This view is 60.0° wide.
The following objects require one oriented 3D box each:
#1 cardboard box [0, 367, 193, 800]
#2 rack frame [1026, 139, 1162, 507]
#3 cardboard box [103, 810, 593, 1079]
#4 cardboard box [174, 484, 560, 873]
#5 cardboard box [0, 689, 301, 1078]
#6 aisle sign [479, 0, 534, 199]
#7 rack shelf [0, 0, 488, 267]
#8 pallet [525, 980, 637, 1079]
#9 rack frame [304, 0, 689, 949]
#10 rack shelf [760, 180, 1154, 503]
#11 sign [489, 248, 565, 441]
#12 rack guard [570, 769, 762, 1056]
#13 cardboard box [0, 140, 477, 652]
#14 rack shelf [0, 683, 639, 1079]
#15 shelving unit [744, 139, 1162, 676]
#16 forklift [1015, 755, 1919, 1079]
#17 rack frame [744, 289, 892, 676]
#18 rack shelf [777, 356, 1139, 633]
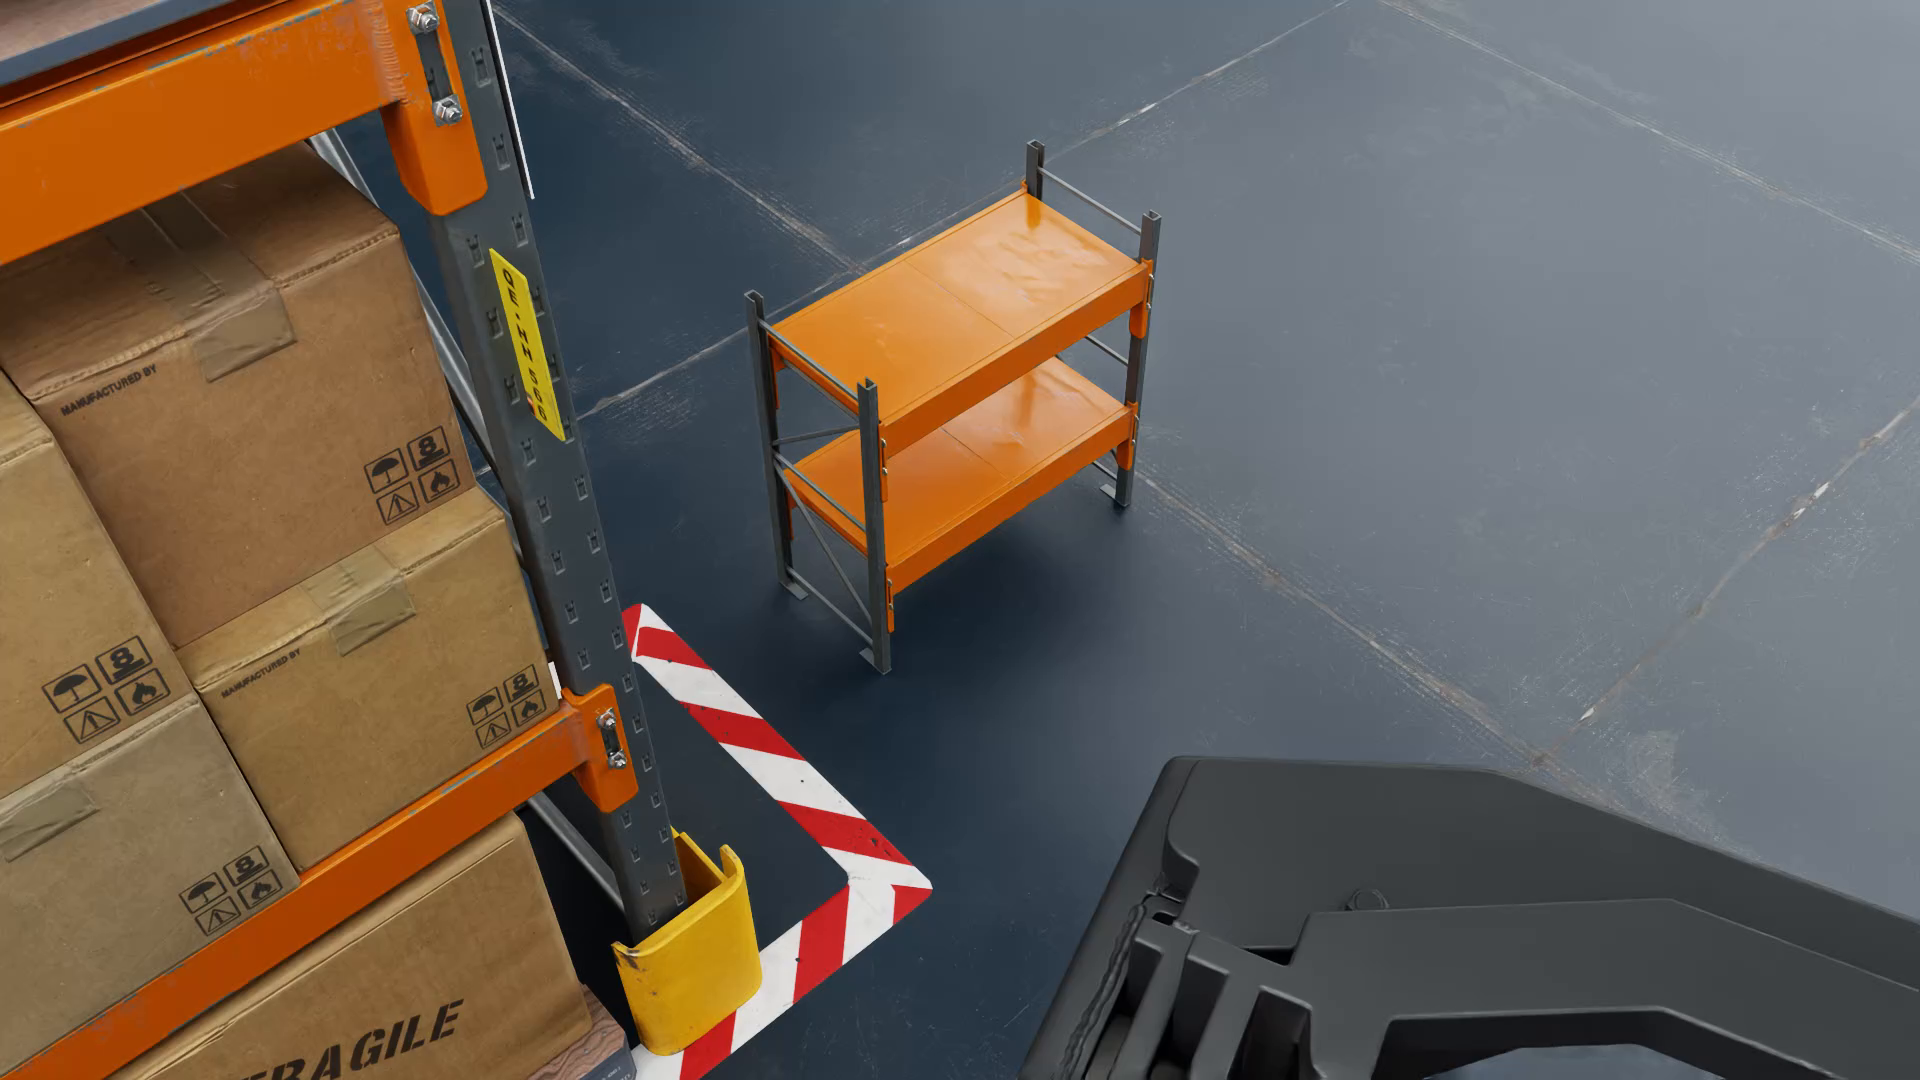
[{"bbox_3d":[-1.658,-0.054,2.422,0.550,0.550,0.875,-34,56,-27],"label":"cardboard box"},{"bbox_3d":[0.371,-0.629,5.065,0.032,1.125,0.500,-34,56,-27],"label":"rack frame"},{"bbox_3d":[-1.470,0.828,3.605,0.875,0.875,0.875,-33,56,-27],"label":"cardboard box"},{"bbox_3d":[-1.257,0.036,3.074,0.550,0.550,0.875,-34,56,-27],"label":"cardboard box"},{"bbox_3d":[-1.649,0.320,2.812,0.550,0.550,0.875,-34,56,-27],"label":"cardboard box"},{"bbox_3d":[-0.758,-0.875,2.247,0.004,0.787,0.394,-34,56,-27],"label":"aisle sign"},{"bbox_3d":[-2.492,0.095,1.570,4.000,0.370,1.077,-34,56,-27],"label":"rack shelf"},{"bbox_3d":[-1.552,1.262,3.942,1.213,0.211,1.003,-34,56,-27],"label":"pallet"},{"bbox_3d":[-1.013,-0.121,3.321,0.127,3.000,1.000,-34,56,-27],"label":"rack frame"},{"bbox_3d":[-0.005,-0.577,4.618,1.000,0.278,0.538,-34,56,-27],"label":"rack shelf"},{"bbox_3d":[-0.658,-0.292,2.530,0.005,0.325,0.100,-34,56,-27],"label":"sign"},{"bbox_3d":[-0.995,0.715,4.250,0.348,0.500,1.175,-34,56,-27],"label":"rack guard"},{"bbox_3d":[-1.313,-0.376,2.719,0.550,0.550,0.875,-34,56,-27],"label":"cardboard box"},{"bbox_3d":[-2.492,1.112,2.673,4.000,0.370,1.077,-34,56,-27],"label":"rack shelf"},{"bbox_3d":[-0.005,-0.378,4.834,1.048,1.125,0.538,-34,56,-27],"label":"shelving unit"},{"bbox_3d":[0.267,1.693,1.694,1.130,2.935,3.031,19,50,17],"label":"forklift"},{"bbox_3d":[-0.381,-0.127,4.602,0.032,1.125,0.500,-34,56,-27],"label":"rack frame"},{"bbox_3d":[-0.005,-0.212,5.013,1.000,0.278,0.538,-34,56,-27],"label":"rack shelf"}]
